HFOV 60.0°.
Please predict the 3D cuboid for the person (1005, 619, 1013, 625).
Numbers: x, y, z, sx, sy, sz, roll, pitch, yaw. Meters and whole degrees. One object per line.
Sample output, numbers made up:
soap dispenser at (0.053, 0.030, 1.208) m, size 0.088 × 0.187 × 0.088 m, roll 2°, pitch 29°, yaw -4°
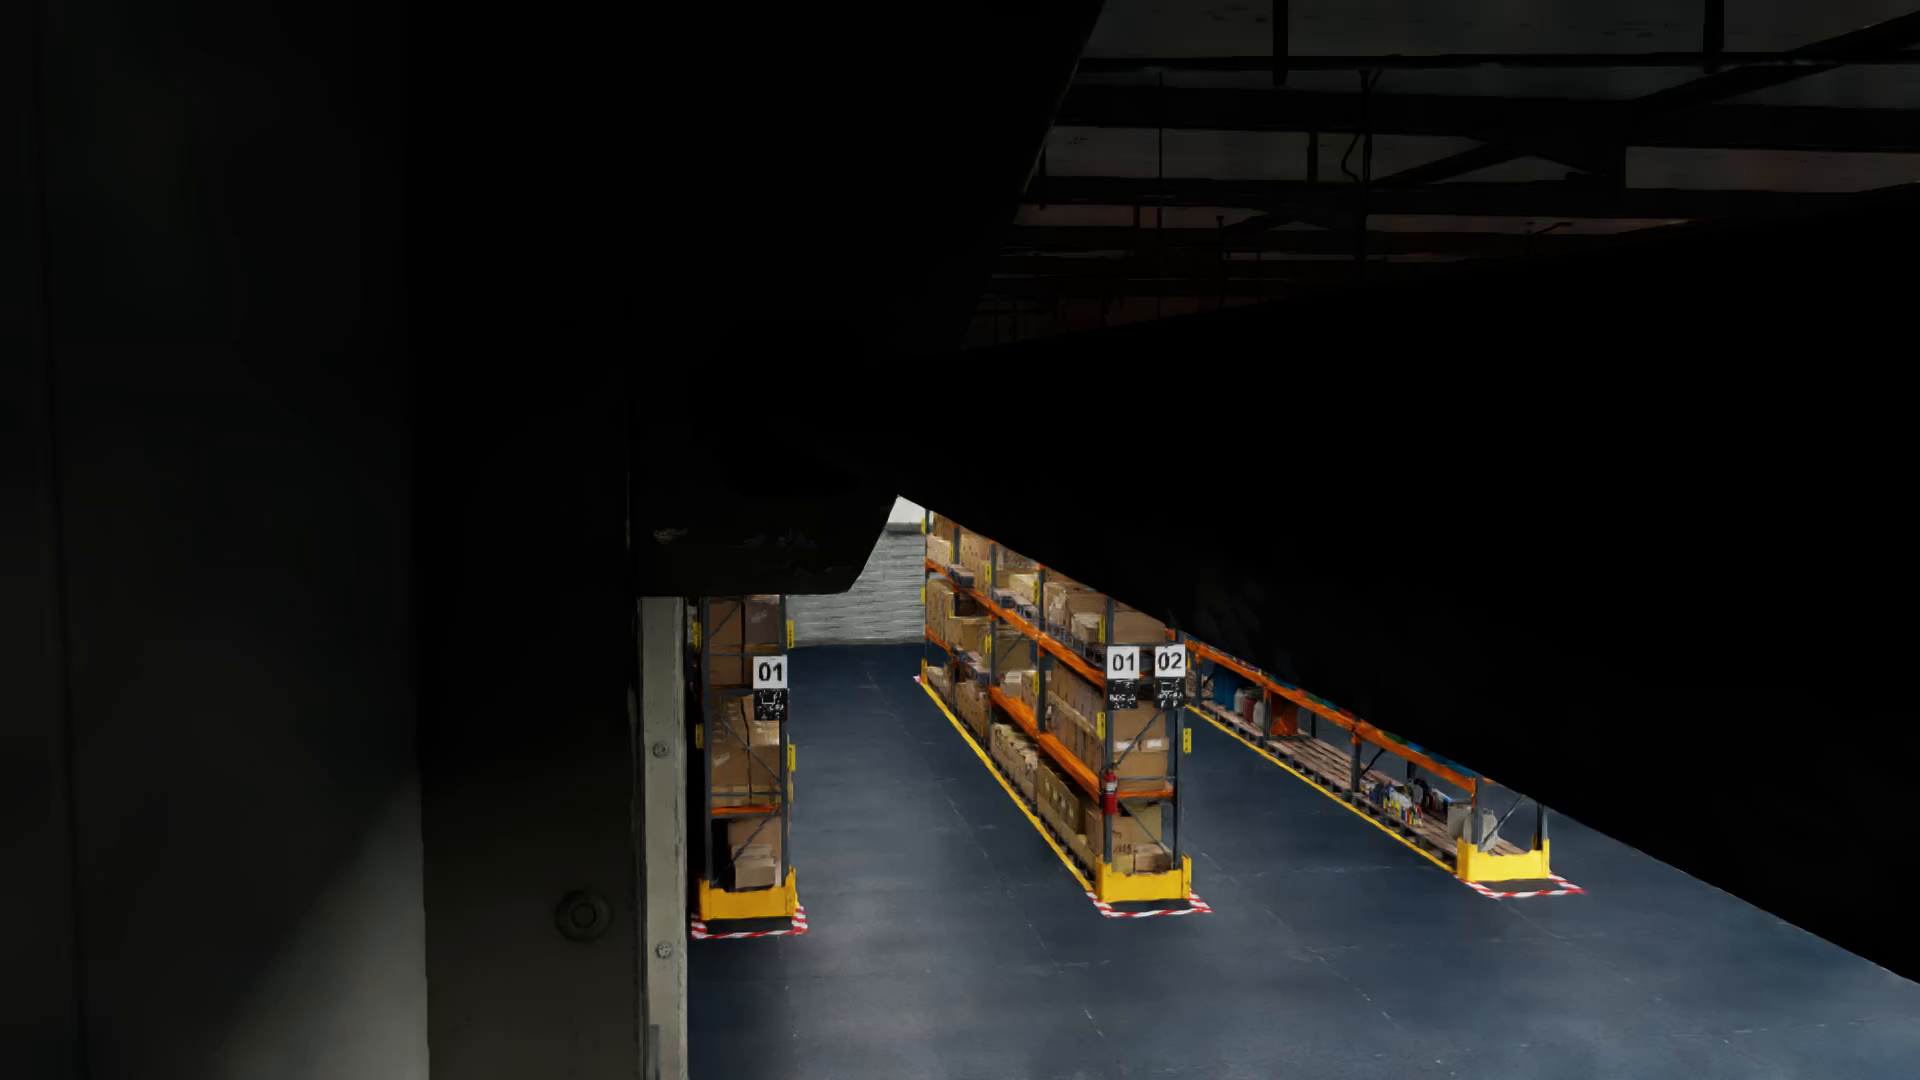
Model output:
person at (1.014, 1.856, 40.921) m, size 0.512 × 1.765 × 0.728 m, roll 4°, pitch 6°, yaw 37°
